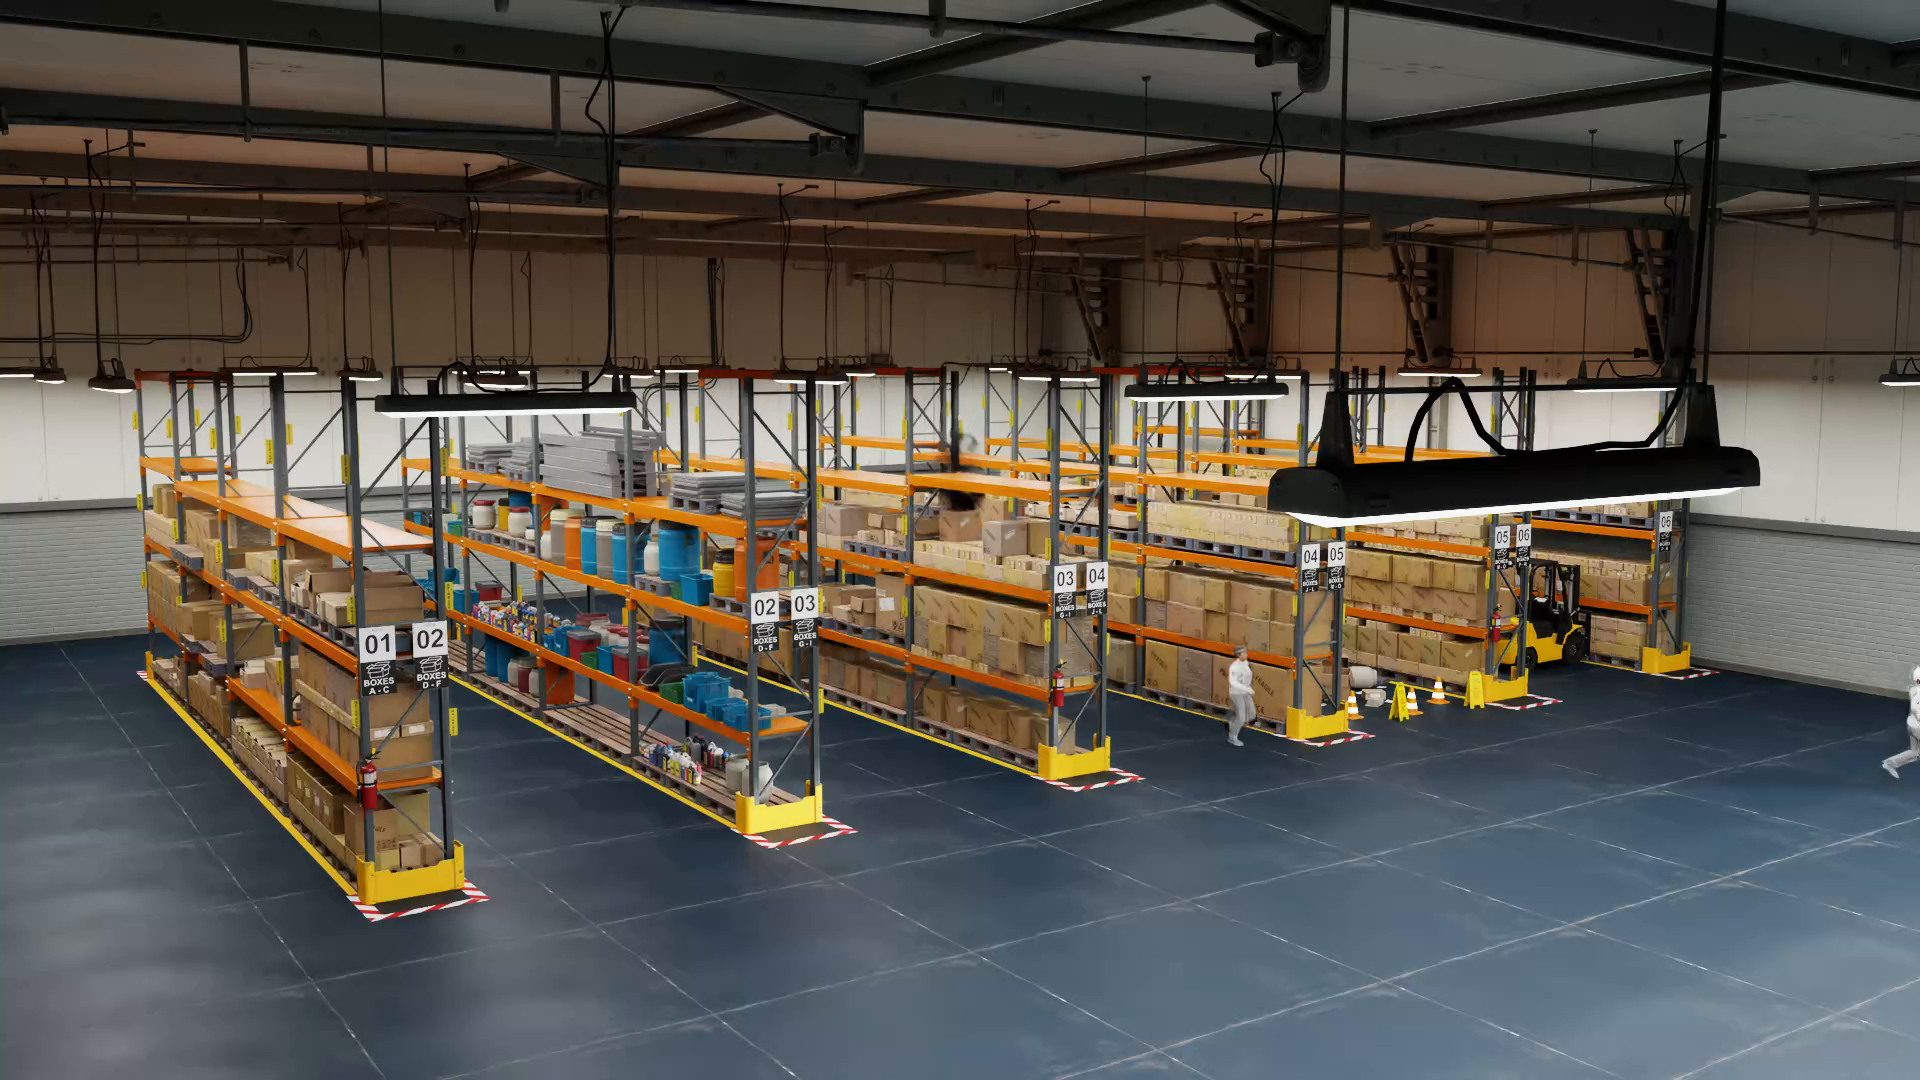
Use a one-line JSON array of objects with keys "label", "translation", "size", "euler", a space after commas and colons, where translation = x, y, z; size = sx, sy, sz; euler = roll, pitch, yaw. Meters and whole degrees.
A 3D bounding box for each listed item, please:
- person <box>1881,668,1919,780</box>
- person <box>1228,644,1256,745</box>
[{"label": "person", "translation": [13.943, 2.719, 24.142], "size": [0.913, 1.760, 0.671], "euler": [2, 7, 15]}, {"label": "person", "translation": [4.557, 2.486, 26.821], "size": [0.563, 1.656, 0.644], "euler": [5, 8, 39]}]
